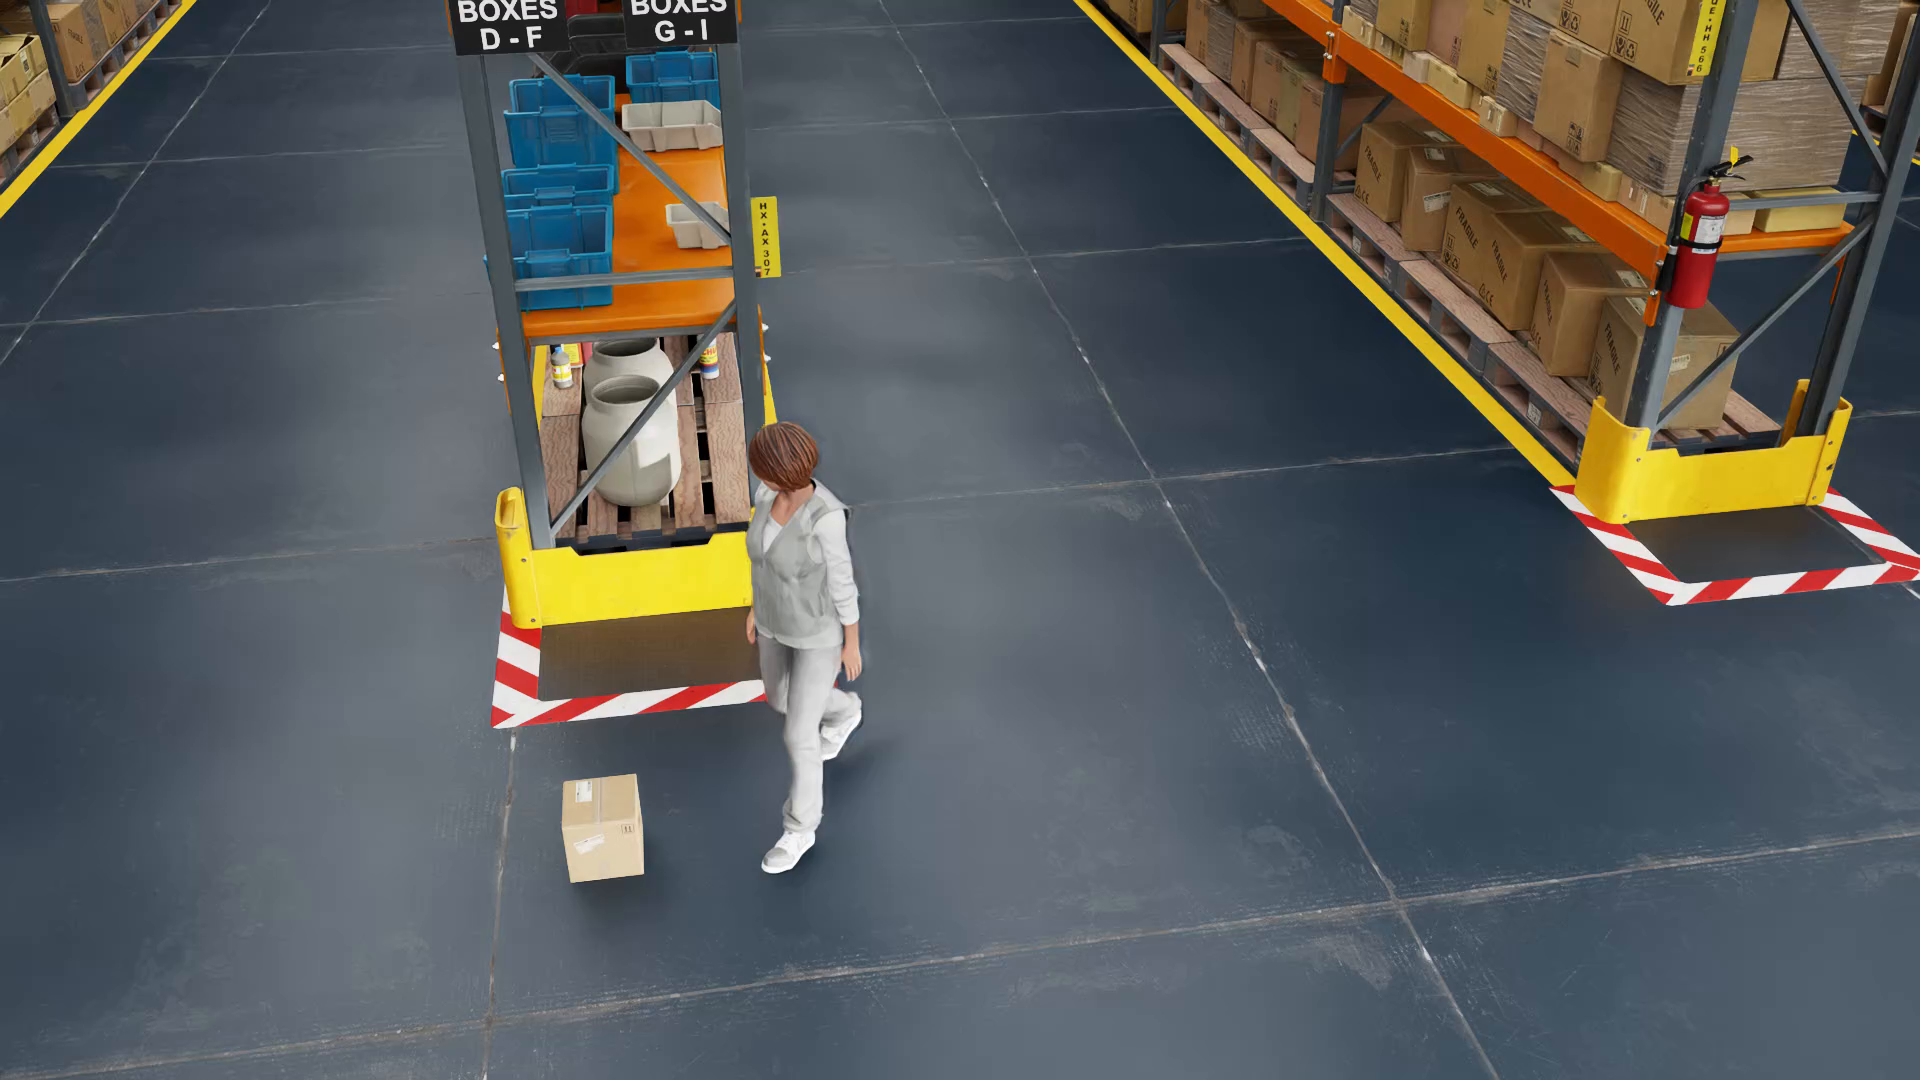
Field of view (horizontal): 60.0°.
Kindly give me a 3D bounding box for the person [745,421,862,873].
[{"bbox_3d":[-0.529,0.298,5.638,0.441,1.557,0.749,25,39,35],"label":"person"}]
